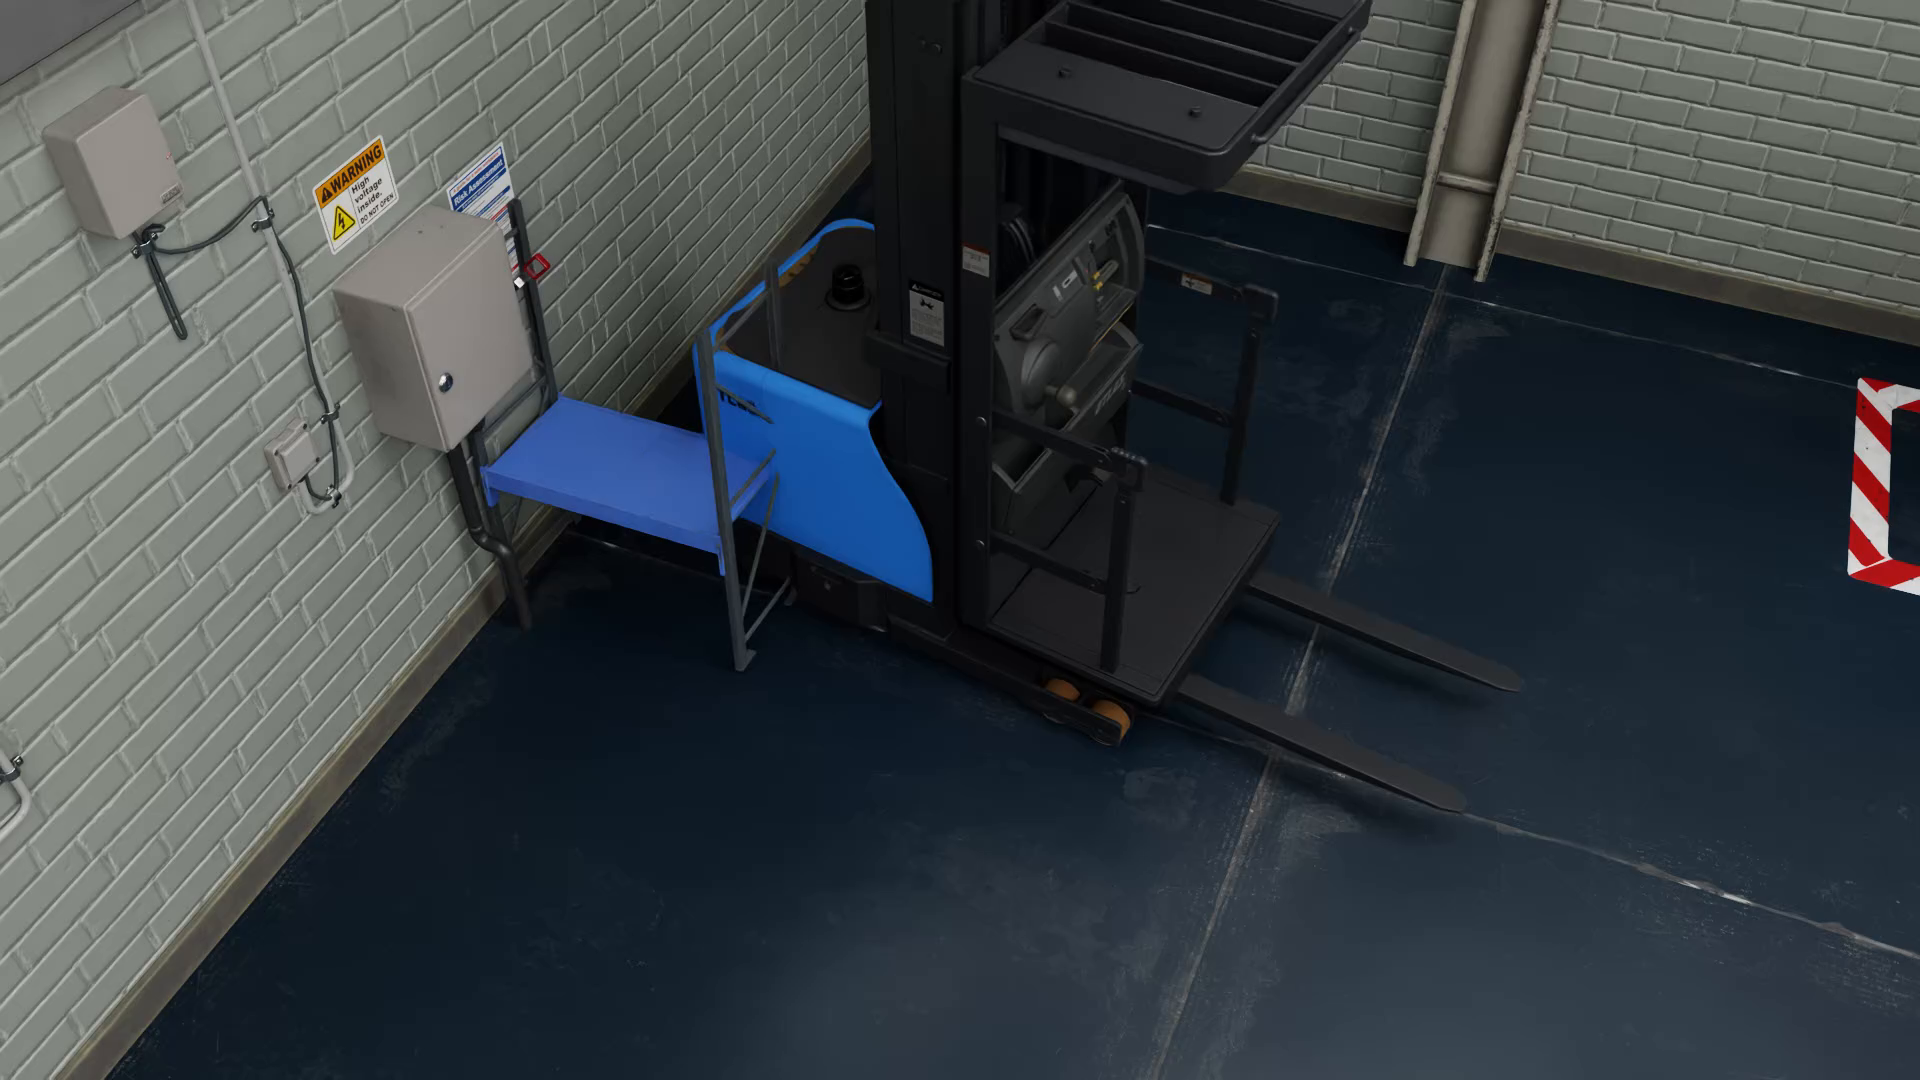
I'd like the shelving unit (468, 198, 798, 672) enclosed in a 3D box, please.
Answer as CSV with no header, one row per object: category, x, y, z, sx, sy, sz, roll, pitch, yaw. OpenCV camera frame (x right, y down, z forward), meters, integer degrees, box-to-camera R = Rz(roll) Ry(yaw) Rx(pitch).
shelving unit,-1.195,-0.358,6.044,1.048,1.500,0.538,16,43,17

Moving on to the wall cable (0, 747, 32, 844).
wall cable,-2.581,0.209,3.671,0.123,1.953,0.585,16,47,16

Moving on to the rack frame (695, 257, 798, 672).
rack frame,-0.726,-0.228,5.896,0.032,1.500,0.500,16,43,17

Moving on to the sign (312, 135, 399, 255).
sign,-1.850,-1.060,5.104,0.001,0.242,0.339,16,47,16

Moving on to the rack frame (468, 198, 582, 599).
rack frame,-1.664,-0.489,6.192,0.032,1.500,0.500,16,43,17

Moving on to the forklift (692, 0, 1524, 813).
forklift,0.547,-0.731,5.407,3.031,2.935,1.130,23,49,22

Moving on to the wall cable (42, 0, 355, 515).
wall cable,-2.046,-0.706,4.613,0.122,1.984,0.588,16,47,16

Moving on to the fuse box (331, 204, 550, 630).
fuse box,-1.638,-0.291,5.829,0.414,1.711,0.539,16,47,16

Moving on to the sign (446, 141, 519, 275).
sign,-1.639,-1.091,5.788,0.001,0.494,0.329,16,47,16

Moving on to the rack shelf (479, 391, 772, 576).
rack shelf,-1.196,-0.223,6.162,1.000,0.185,0.538,16,43,17

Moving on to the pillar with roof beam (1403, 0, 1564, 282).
pillar with roof beam,0.740,-1.779,2.158,0.400,9.000,9.100,16,47,16
